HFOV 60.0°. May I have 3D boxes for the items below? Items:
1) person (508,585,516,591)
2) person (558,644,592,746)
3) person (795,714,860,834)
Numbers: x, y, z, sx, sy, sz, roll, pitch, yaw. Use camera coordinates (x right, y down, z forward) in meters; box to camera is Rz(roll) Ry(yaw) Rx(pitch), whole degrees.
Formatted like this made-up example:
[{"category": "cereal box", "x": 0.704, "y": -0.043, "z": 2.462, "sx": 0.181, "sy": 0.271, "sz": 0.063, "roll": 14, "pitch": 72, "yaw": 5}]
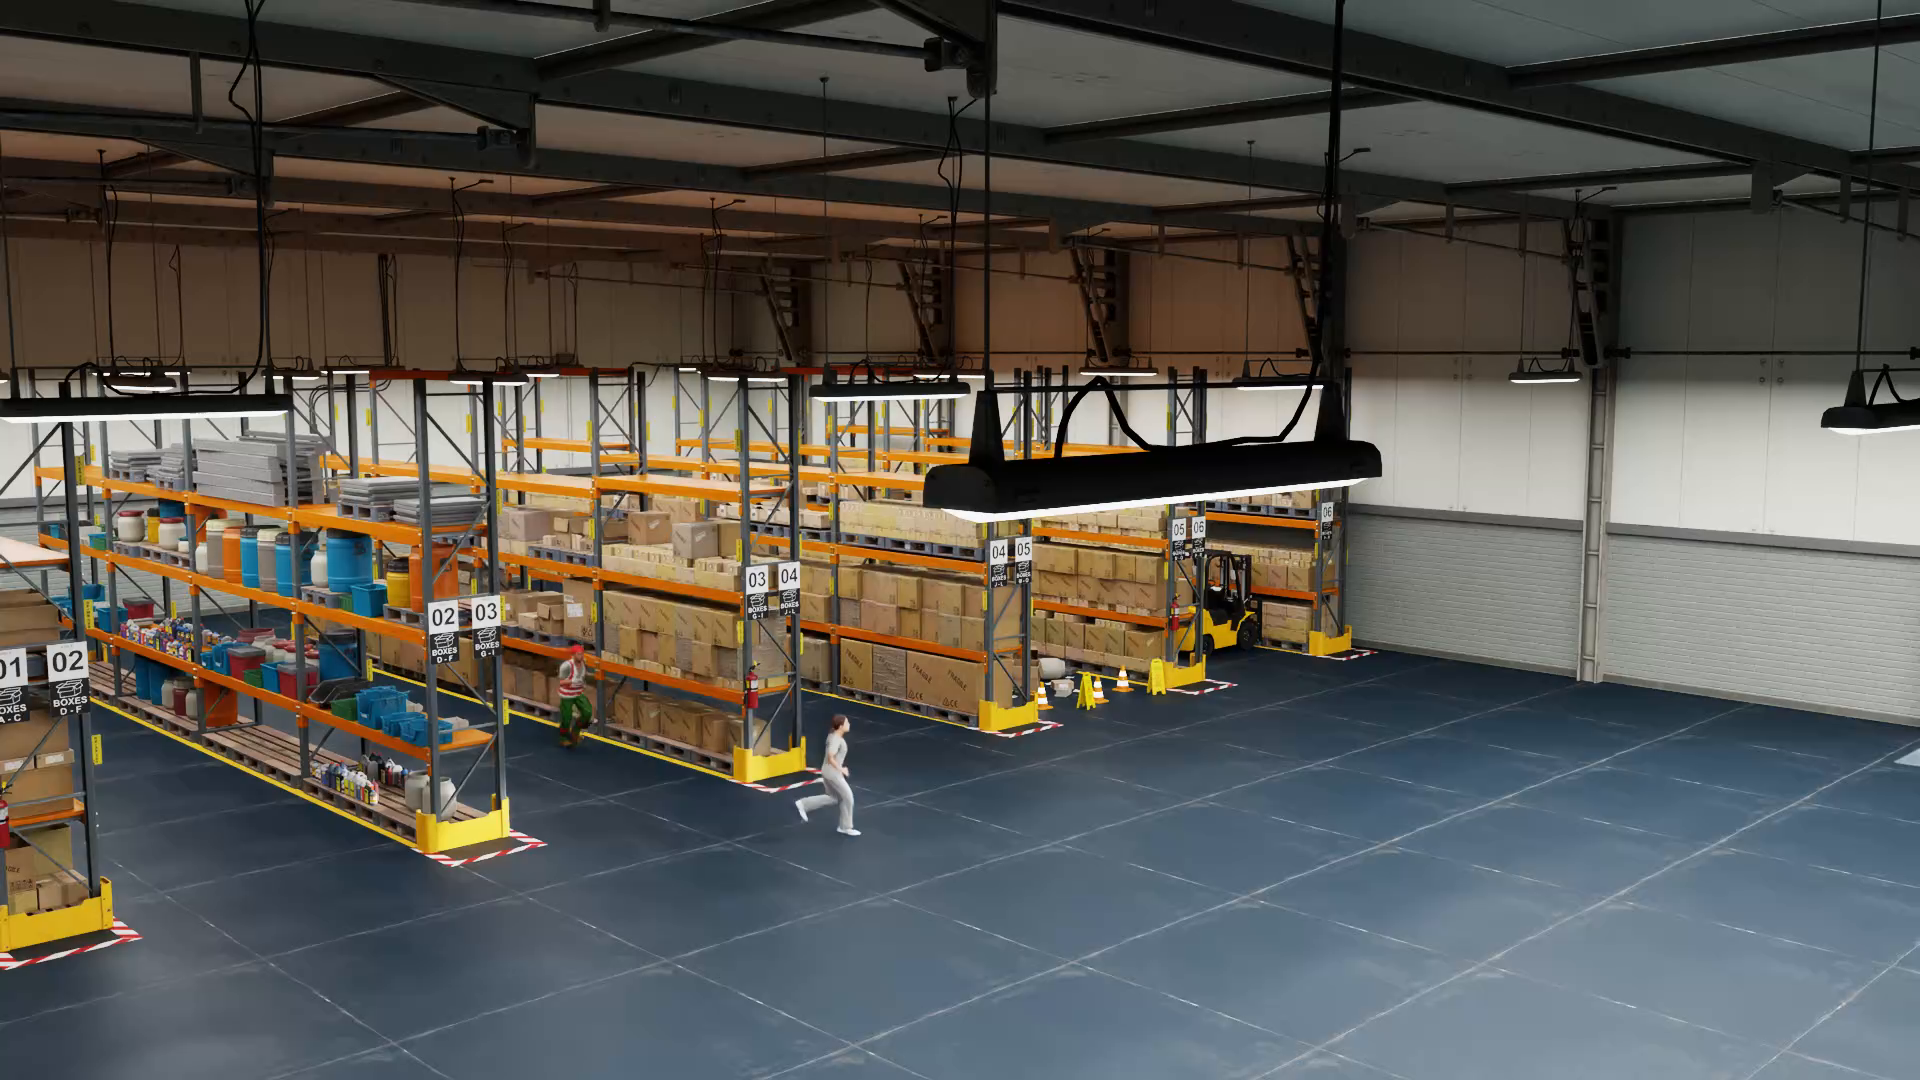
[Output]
[{"category": "person", "x": -9.018, "y": 1.745, "z": 33.553, "sx": 0.524, "sy": 1.703, "sz": 0.767, "roll": -5, "pitch": 8, "yaw": -38}, {"category": "person", "x": -6.127, "y": 2.477, "z": 26.418, "sx": 0.631, "sy": 1.698, "sz": 0.863, "roll": -6, "pitch": 9, "yaw": -43}, {"category": "person", "x": -1.731, "y": 3.094, "z": 21.774, "sx": 0.857, "sy": 1.653, "sz": 0.571, "roll": -1, "pitch": 7, "yaw": -11}]
